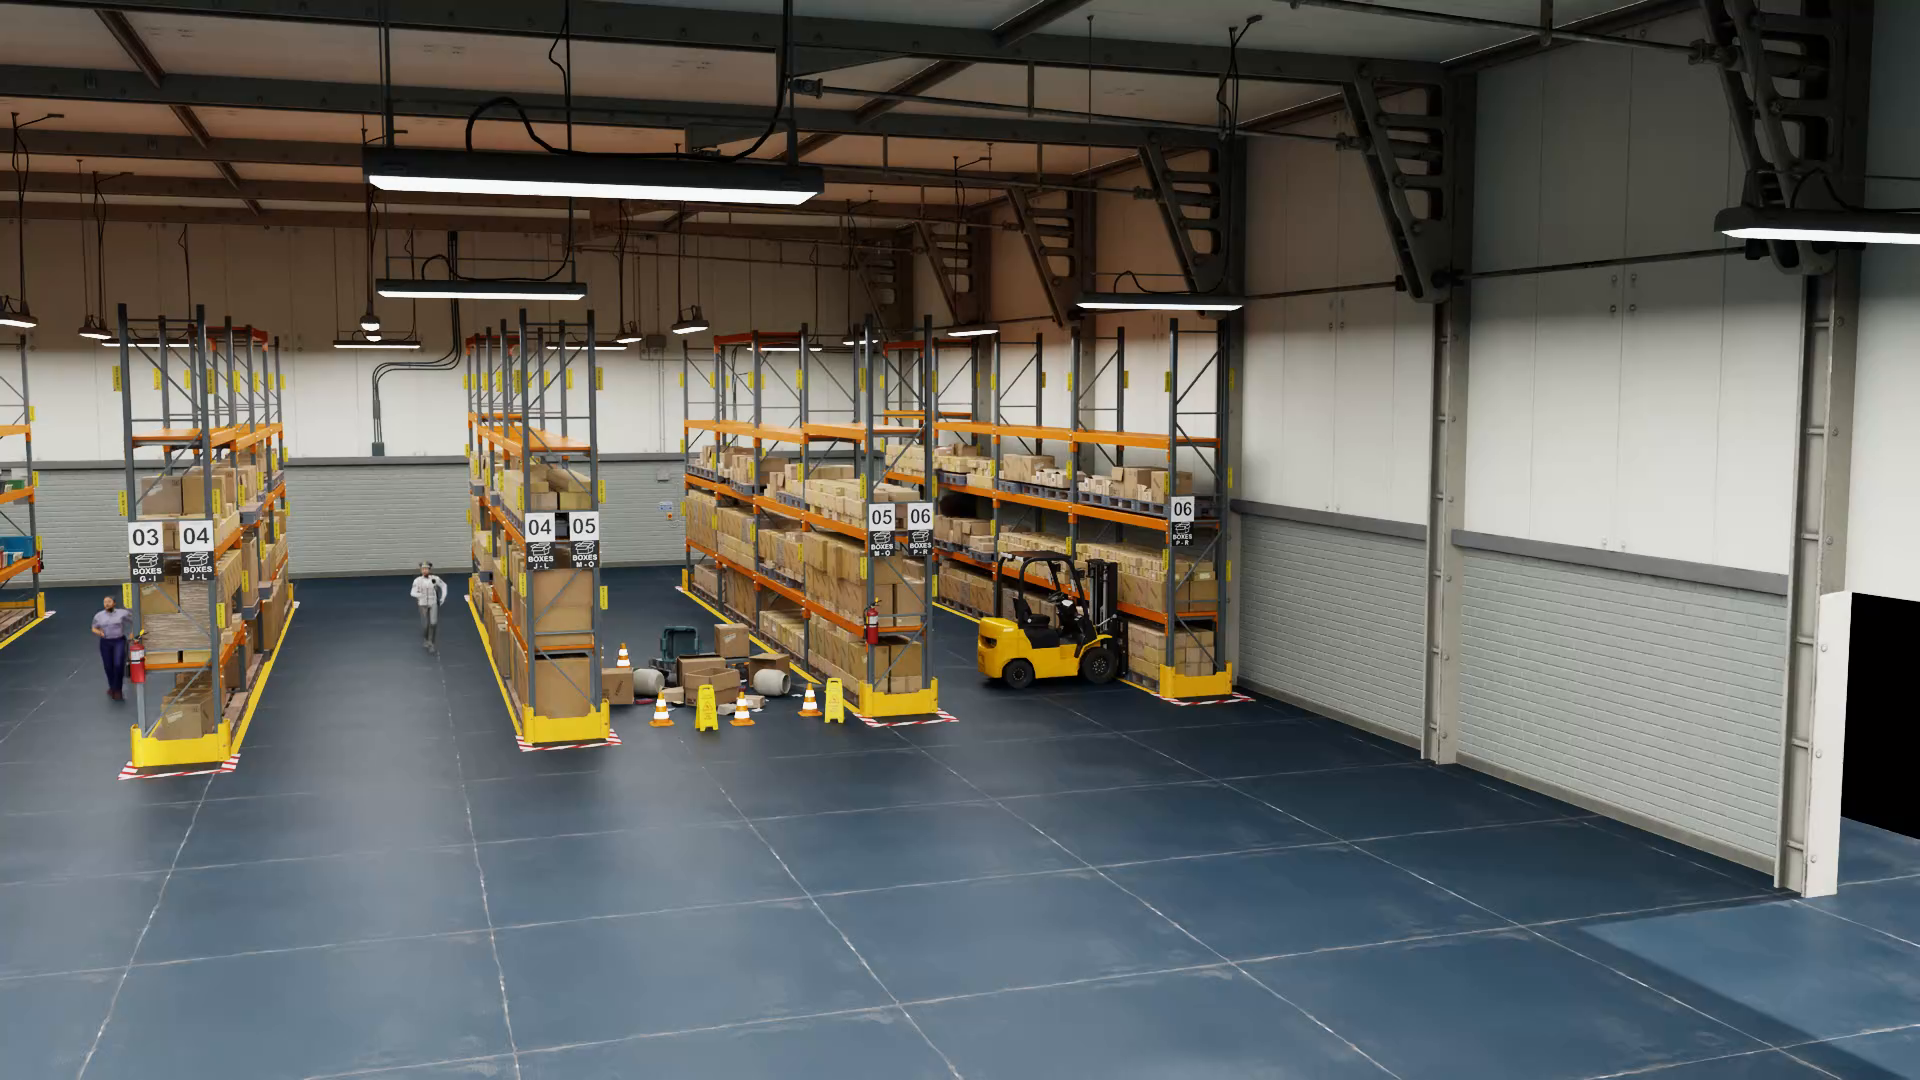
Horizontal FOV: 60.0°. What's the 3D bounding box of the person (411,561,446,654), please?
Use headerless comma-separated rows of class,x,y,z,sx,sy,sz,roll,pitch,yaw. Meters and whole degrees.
person,-9.883,1.251,30.950,0.618,1.724,0.733,-1,6,-13

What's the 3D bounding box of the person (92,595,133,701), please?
person,-13.428,1.711,26.399,0.608,1.683,0.733,-1,6,-15
